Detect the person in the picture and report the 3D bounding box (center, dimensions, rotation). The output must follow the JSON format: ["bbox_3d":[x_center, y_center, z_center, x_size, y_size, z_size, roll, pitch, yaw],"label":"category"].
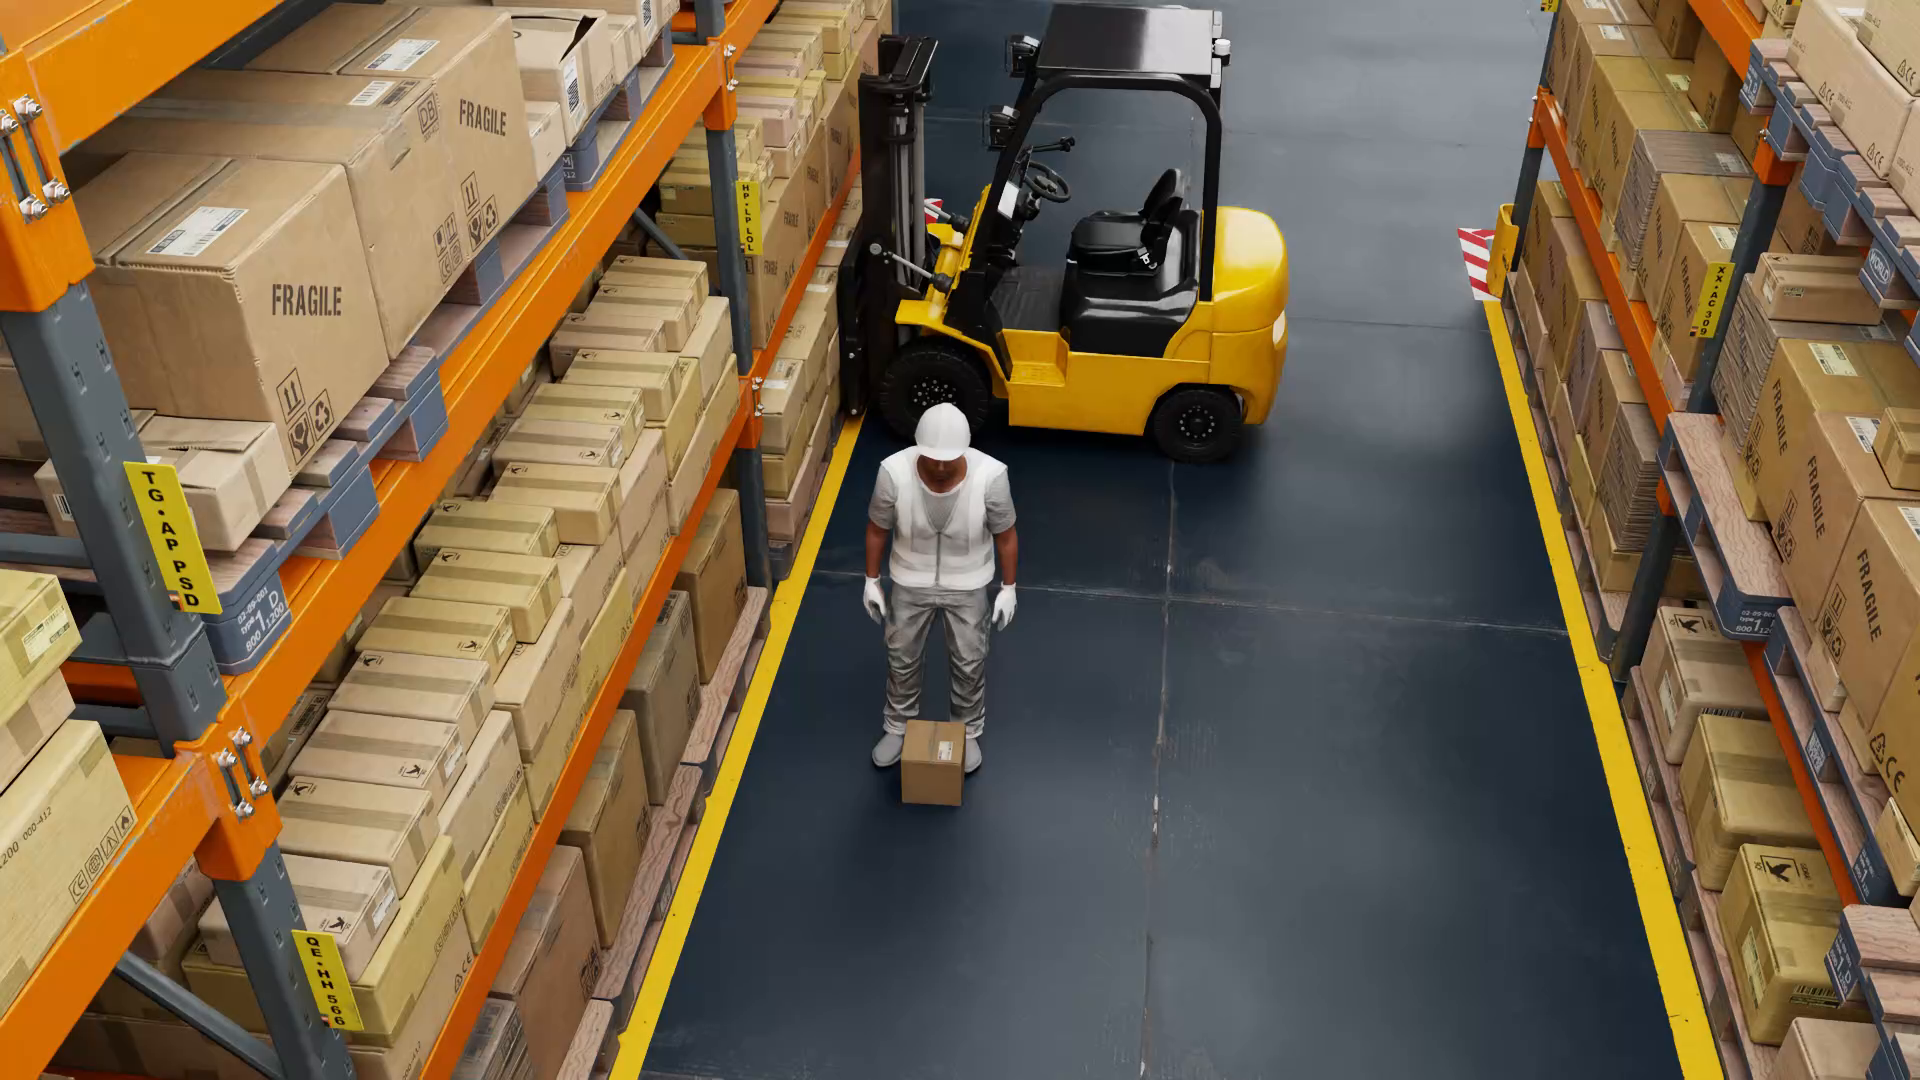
[{"bbox_3d":[-0.079,0.190,6.766,0.632,1.776,0.444,3,36,4],"label":"person"}]
